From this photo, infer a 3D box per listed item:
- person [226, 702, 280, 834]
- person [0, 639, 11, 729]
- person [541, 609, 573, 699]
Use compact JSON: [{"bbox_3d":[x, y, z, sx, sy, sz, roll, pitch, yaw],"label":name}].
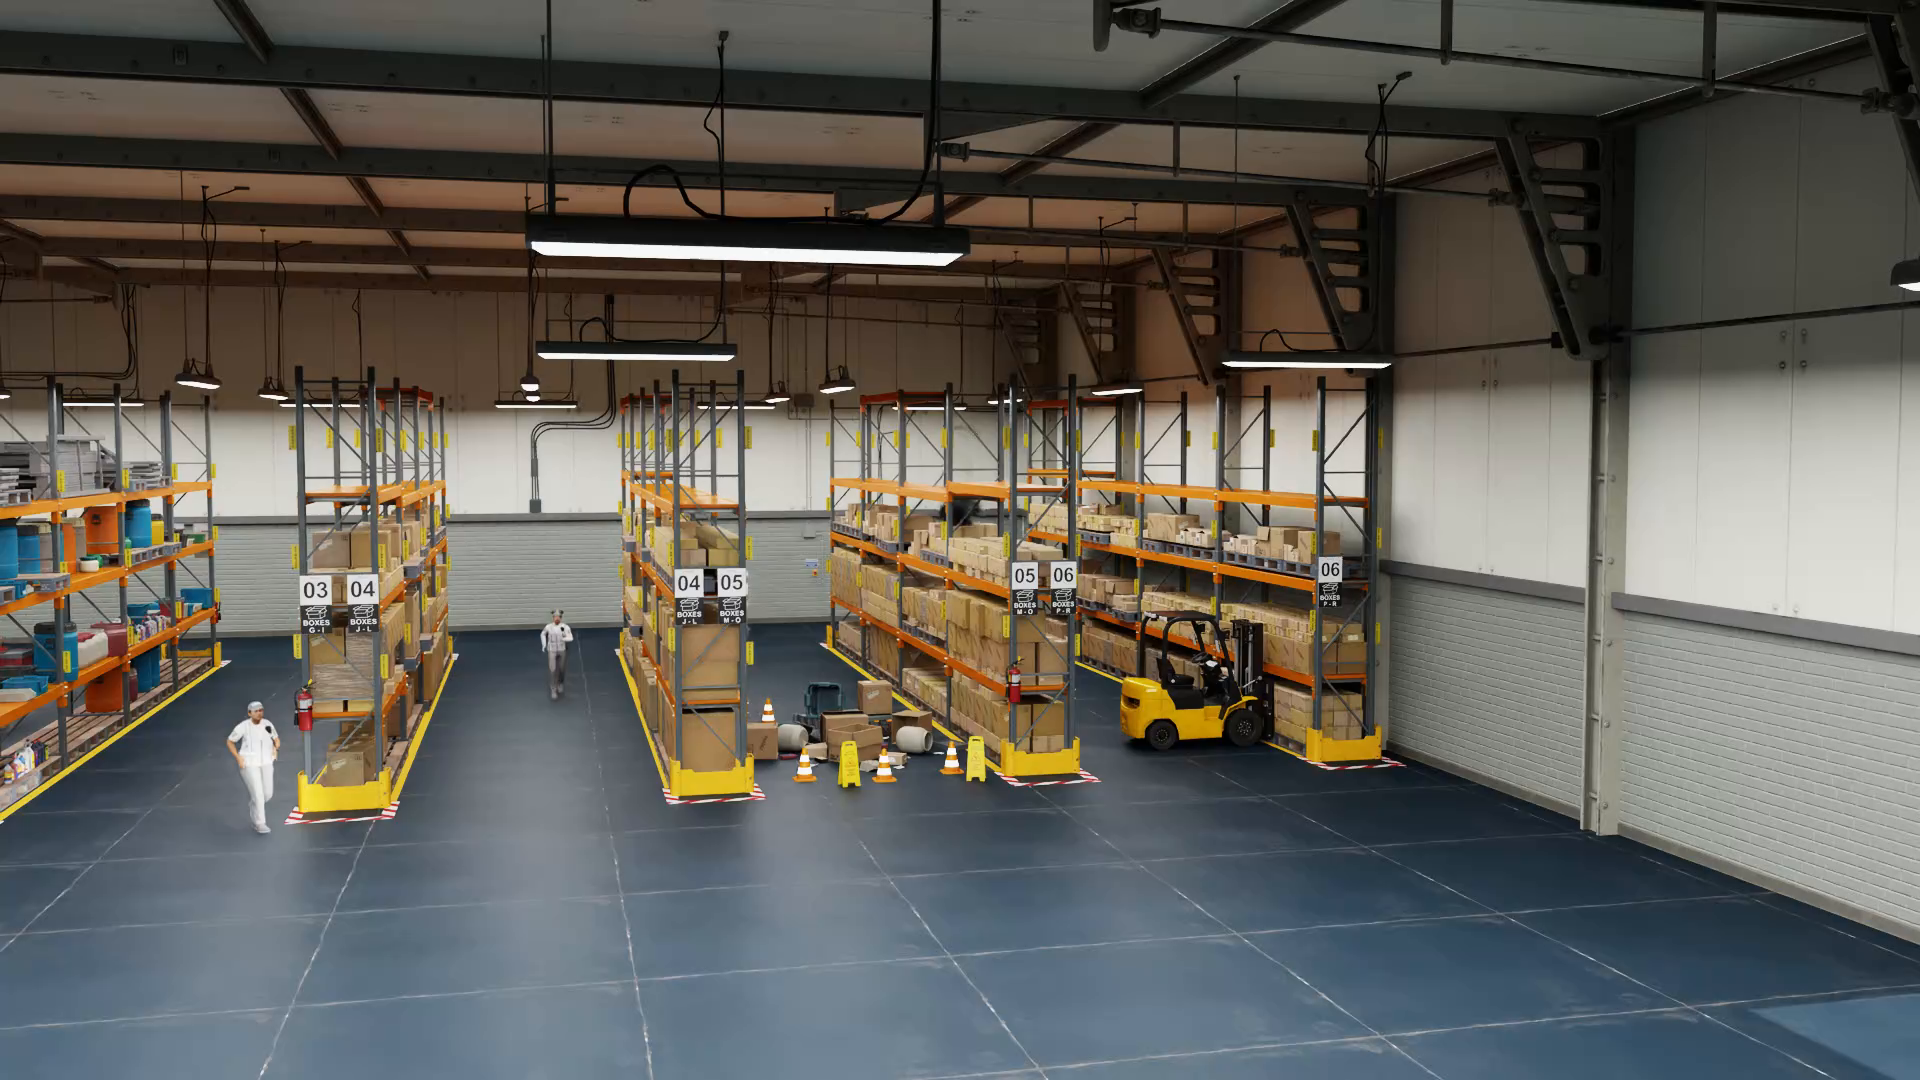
[{"bbox_3d":[-9.072,2.900,21.412,0.748,1.655,0.635,3,5,44],"label":"person"},{"bbox_3d":[-16.409,2.468,28.340,0.686,1.778,0.860,-1,4,-13],"label":"person"},{"bbox_3d":[-7.850,2.197,32.421,0.599,1.708,0.848,-1,4,-15],"label":"person"}]
